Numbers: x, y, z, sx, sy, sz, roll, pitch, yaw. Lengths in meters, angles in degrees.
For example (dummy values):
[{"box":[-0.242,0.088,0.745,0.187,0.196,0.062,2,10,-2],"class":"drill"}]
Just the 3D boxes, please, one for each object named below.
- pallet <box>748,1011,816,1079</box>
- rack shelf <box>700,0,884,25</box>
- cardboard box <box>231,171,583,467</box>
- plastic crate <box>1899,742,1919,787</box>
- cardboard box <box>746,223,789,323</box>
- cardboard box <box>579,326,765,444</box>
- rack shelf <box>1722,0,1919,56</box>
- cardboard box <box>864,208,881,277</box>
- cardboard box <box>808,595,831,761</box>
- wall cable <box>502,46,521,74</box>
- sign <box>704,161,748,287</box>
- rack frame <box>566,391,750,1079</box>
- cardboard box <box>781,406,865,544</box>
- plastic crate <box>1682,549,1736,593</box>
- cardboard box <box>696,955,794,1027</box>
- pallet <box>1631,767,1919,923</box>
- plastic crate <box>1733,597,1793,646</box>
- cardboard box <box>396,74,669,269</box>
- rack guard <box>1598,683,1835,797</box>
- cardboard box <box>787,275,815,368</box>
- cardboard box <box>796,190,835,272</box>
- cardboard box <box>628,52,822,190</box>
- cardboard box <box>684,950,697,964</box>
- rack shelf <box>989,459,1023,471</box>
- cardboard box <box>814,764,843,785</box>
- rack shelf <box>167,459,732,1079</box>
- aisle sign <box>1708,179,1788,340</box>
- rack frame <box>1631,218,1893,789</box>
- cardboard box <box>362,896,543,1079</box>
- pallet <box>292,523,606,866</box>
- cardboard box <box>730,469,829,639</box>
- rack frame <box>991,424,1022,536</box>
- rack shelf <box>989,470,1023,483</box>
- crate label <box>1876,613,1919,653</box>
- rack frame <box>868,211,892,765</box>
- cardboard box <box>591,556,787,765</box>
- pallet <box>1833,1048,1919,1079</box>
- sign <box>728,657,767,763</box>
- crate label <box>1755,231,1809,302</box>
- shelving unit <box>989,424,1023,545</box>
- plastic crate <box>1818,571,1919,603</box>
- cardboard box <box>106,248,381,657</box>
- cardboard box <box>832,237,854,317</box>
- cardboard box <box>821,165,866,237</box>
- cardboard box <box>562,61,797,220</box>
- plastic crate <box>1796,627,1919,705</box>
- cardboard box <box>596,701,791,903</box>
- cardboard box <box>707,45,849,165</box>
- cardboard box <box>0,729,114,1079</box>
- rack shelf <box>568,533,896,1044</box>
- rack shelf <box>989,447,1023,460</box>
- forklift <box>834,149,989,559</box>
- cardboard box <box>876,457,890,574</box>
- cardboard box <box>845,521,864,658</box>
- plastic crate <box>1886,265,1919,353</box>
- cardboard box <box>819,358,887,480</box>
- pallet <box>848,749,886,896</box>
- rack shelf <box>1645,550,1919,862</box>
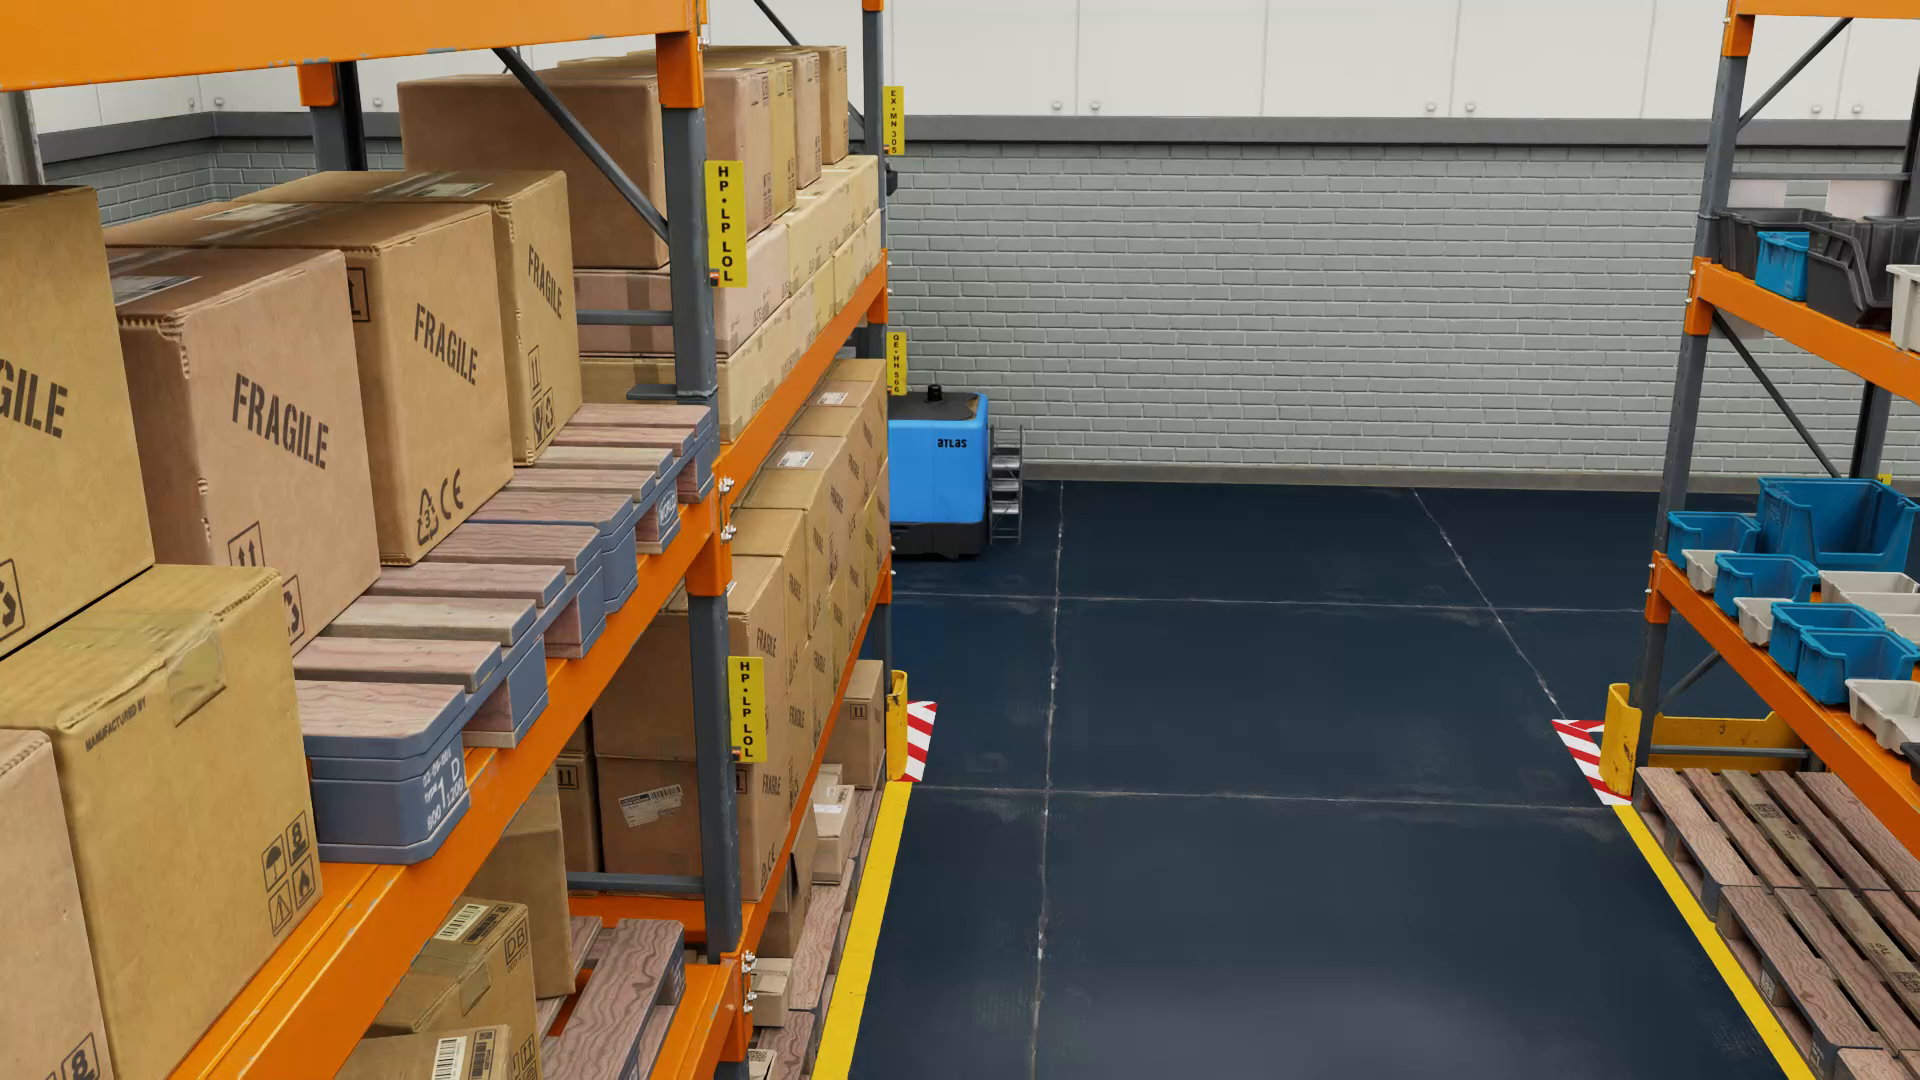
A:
[{"box":[-1.112,2.138,6.060,1.003,0.211,1.213,1,18,4],"class":"pallet"},{"box":[-1.019,-2.103,6.049,1.077,0.370,4.000,1,18,4],"class":"rack shelf"},{"box":[-1.272,-0.539,3.939,0.600,0.600,0.600,0,18,-1],"class":"cardboard box"},{"box":[3.590,0.886,5.747,0.437,0.125,0.590,1,18,4],"class":"plastic crate"},{"box":[-0.846,-0.867,5.372,0.500,0.250,0.500,1,18,4],"class":"cardboard box"},{"box":[-0.881,-0.474,4.976,0.500,0.250,0.500,1,18,4],"class":"cardboard box"},{"box":[3.922,-1.803,5.770,1.077,0.370,4.000,1,18,4],"class":"rack shelf"},{"box":[-0.649,-1.405,7.818,0.500,0.250,0.500,1,18,4],"class":"cardboard box"},{"box":[-0.782,0.512,6.384,0.500,0.500,0.500,1,18,4],"class":"cardboard box"},{"box":[-5.055,-3.450,13.987,3.097,2.526,0.112,1,18,4],"class":"wall cable"},{"box":[-0.608,-0.821,4.332,0.100,0.325,0.005,1,18,4],"class":"sign"},{"box":[-1.162,1.026,4.975,1.000,3.000,0.127,1,18,4],"class":"rack frame"},{"box":[-0.701,-0.277,7.184,0.500,0.500,0.500,2,18,5],"class":"cardboard box"},{"box":[3.613,0.159,7.947,0.250,0.136,0.298,1,18,4],"class":"plastic crate"},{"box":[-0.864,1.769,6.552,0.380,0.166,0.250,1,18,4],"class":"cardboard box"},{"box":[3.967,1.476,8.081,1.003,0.211,1.213,1,18,4],"class":"pallet"},{"box":[3.565,0.370,7.304,0.250,0.136,0.298,1,18,4],"class":"plastic crate"},{"box":[-1.165,-1.074,4.800,0.700,0.500,0.500,1,18,4],"class":"cardboard box"},{"box":[4.054,1.075,8.839,1.175,0.500,0.348,1,18,4],"class":"rack guard"},{"box":[-0.803,-0.784,5.923,0.500,0.250,0.500,1,18,4],"class":"cardboard box"},{"box":[-0.762,-1.177,6.319,0.500,0.250,0.500,1,18,4],"class":"cardboard box"},{"box":[-0.945,-1.694,6.691,0.700,0.500,0.500,1,18,4],"class":"cardboard box"},{"box":[-1.351,1.678,6.596,0.500,0.311,0.500,1,18,4],"class":"cardboard box"},{"box":[0.353,-0.563,12.725,0.258,0.077,0.200,1,18,2],"class":"rack shelf"},{"box":[-0.788,1.219,8.229,0.380,0.166,0.250,1,18,4],"class":"cardboard box"},{"box":[-1.306,0.563,2.725,1.077,0.370,4.000,1,18,4],"class":"rack shelf"},{"box":[3.774,-1.369,8.109,0.394,0.787,0.004,1,18,4],"class":"aisle sign"},{"box":[4.065,-0.105,8.426,1.000,3.000,0.127,1,18,4],"class":"rack frame"},{"box":[-1.405,1.136,3.804,0.700,0.500,0.500,4,19,13],"class":"cardboard box"},{"box":[-1.350,0.213,2.941,1.213,0.211,1.003,1,18,4],"class":"pallet"},{"box":[-0.774,0.043,6.208,0.500,0.500,0.500,1,18,2],"class":"cardboard box"},{"box":[0.357,-0.455,12.868,0.240,0.900,0.006,1,18,2],"class":"rack frame"},{"box":[0.353,-0.478,12.753,0.258,0.077,0.200,1,18,2],"class":"rack shelf"},{"box":[4.156,0.426,7.133,0.396,0.136,0.243,1,18,4],"class":"crate label"},{"box":[-0.875,-0.217,8.767,1.000,3.000,0.127,1,18,4],"class":"rack frame"},{"box":[-0.848,0.363,5.231,0.500,0.500,0.500,2,18,5],"class":"cardboard box"},{"box":[3.792,2.233,5.768,1.003,0.211,1.213,1,18,4],"class":"pallet"},{"box":[-0.608,0.487,4.761,0.100,0.325,0.005,1,18,4],"class":"sign"},{"box":[3.676,-1.180,7.129,0.408,0.251,0.502,1,18,4],"class":"crate label"},{"box":[0.353,-0.424,12.771,0.258,0.900,0.210,1,18,2],"class":"shelving unit"},{"box":[4.187,0.249,7.672,0.396,0.136,0.243,1,18,4],"class":"plastic crate"},{"box":[-1.365,-0.125,2.675,0.600,0.600,0.600,1,18,2],"class":"cardboard box"},{"box":[-0.719,-1.095,6.870,0.500,0.250,0.500,1,18,4],"class":"cardboard box"},{"box":[-0.693,-1.488,7.267,0.500,0.250,0.500,1,18,4],"class":"cardboard box"},{"box":[-0.958,-1.382,5.739,0.700,0.500,0.500,1,18,4],"class":"cardboard box"},{"box":[3.603,0.518,6.698,0.416,0.233,0.300,1,18,4],"class":"plastic crate"},{"box":[-0.854,0.826,5.424,0.500,0.500,0.500,2,18,5],"class":"cardboard box"},{"box":[-0.896,-2.005,7.640,0.700,0.500,0.500,1,18,4],"class":"cardboard box"},{"box":[-1.415,0.500,1.600,0.910,0.500,0.500,1,18,4],"class":"cardboard box"},{"box":[-1.019,0.746,6.983,1.077,0.370,4.000,1,18,4],"class":"rack shelf"},{"box":[0.353,-0.649,12.697,0.258,0.077,0.200,1,18,2],"class":"rack shelf"},{"box":[-1.305,-1.408,12.514,3.031,2.935,1.130,1,18,3],"class":"forklift"},{"box":[-0.636,-0.119,8.308,0.500,0.500,0.500,2,18,6],"class":"cardboard box"},{"box":[-0.711,0.197,7.344,0.500,0.500,0.500,1,18,4],"class":"cardboard box"},{"box":[3.598,-0.792,5.897,0.437,0.282,0.530,1,18,4],"class":"plastic crate"},{"box":[-0.633,-0.595,8.155,0.500,0.500,0.500,1,18,3],"class":"cardboard box"},{"box":[-0.937,1.380,8.373,1.003,0.211,1.213,1,18,4],"class":"pallet"},{"box":[3.922,0.858,6.642,1.077,0.370,4.000,1,18,4],"class":"rack shelf"}]
